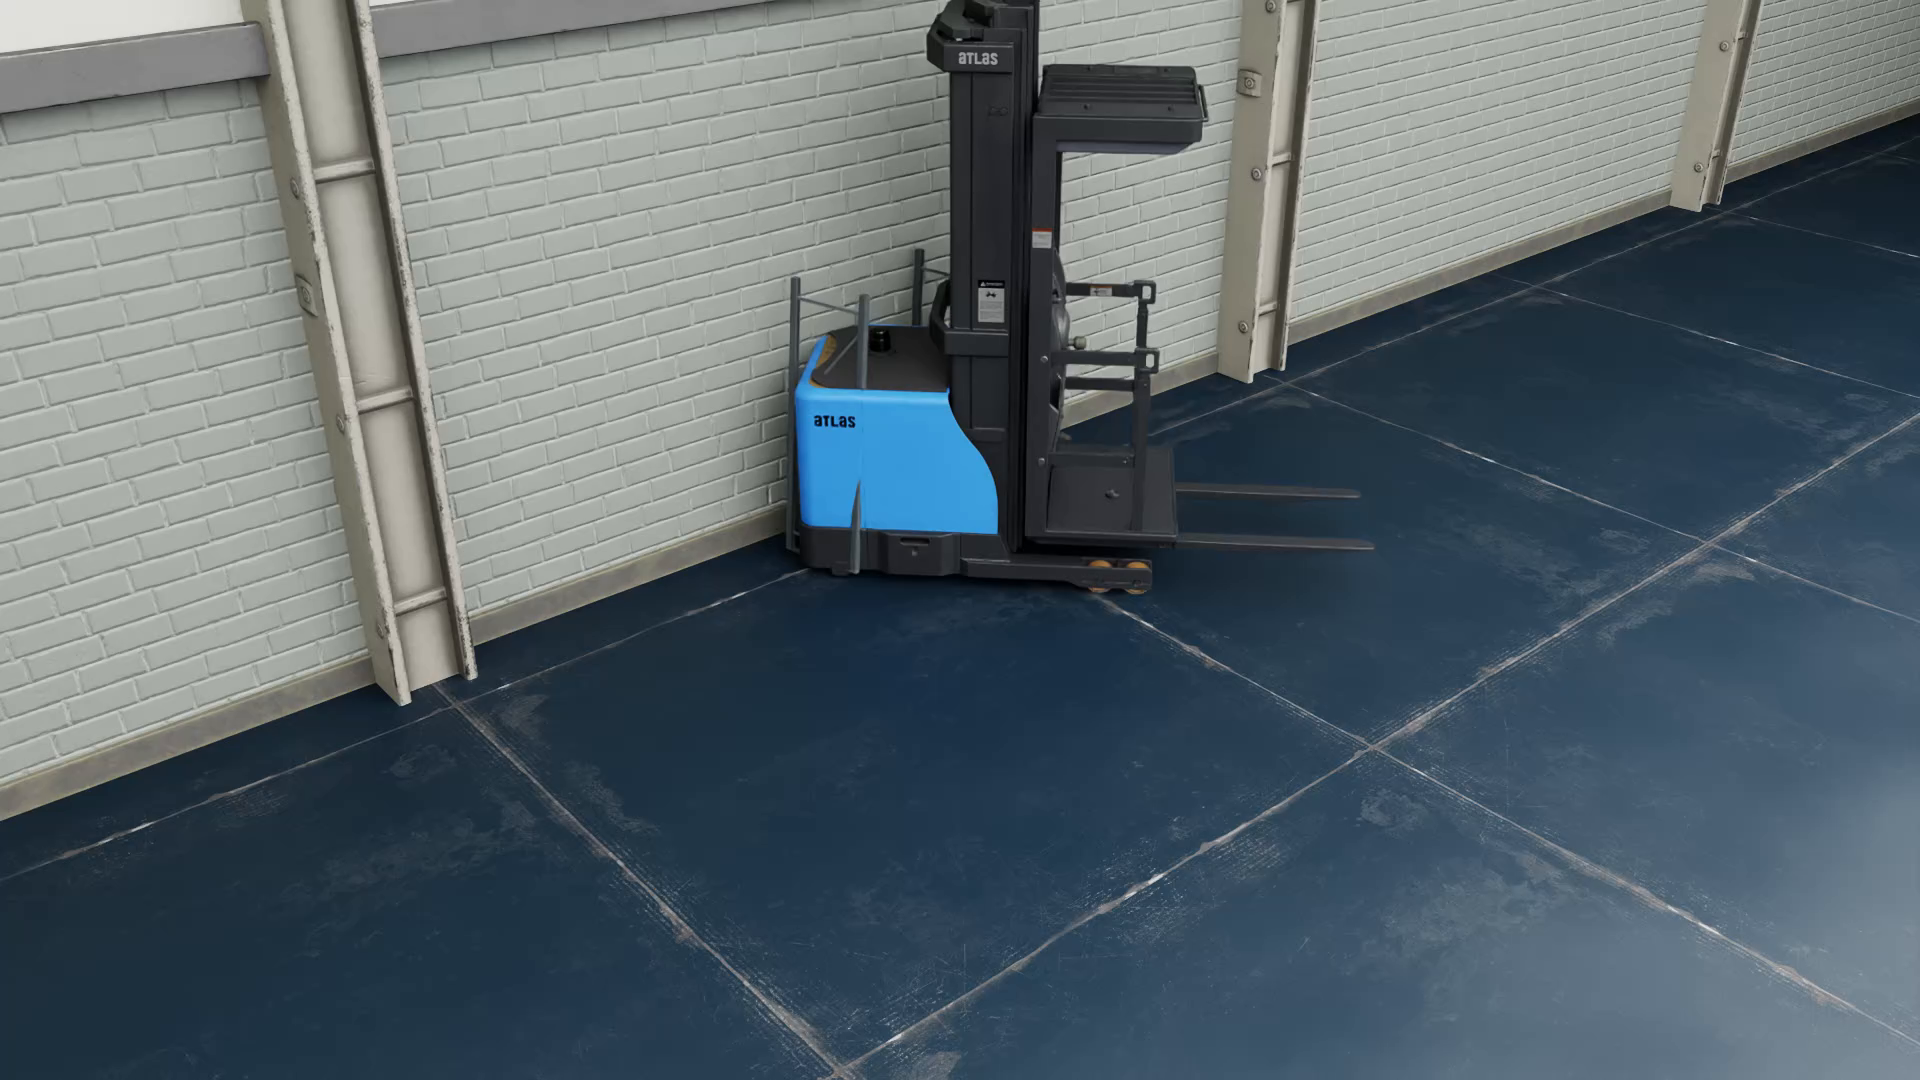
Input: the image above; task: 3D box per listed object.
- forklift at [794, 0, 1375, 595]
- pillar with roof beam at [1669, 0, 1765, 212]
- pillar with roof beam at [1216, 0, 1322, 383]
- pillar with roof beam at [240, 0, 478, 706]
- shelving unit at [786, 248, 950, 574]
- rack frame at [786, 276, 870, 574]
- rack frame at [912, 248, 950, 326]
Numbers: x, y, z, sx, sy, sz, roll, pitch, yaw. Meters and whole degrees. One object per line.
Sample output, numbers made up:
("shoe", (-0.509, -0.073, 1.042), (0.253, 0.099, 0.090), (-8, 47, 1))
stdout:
("forklift", (0.690, -1.270, 8.517), (3.031, 2.935, 1.130), (2, 28, 4))
("pillar with roof beam", (9.352, -5.433, 9.868), (0.400, 9.000, 9.100), (-22, 35, -35))
("pillar with roof beam", (4.787, -3.597, 6.433), (0.400, 9.000, 9.100), (-22, 35, -35))
("pillar with roof beam", (0.223, -1.762, 2.999), (0.400, 9.000, 9.100), (-22, 35, -35))
("shelving unit", (-0.391, -0.722, 9.013), (0.538, 1.500, 1.048), (19, 27, 33))
("rack frame", (-0.697, -0.583, 8.632), (0.500, 1.500, 0.032), (19, 27, 33))
("rack frame", (-0.085, -0.861, 9.395), (0.500, 1.500, 0.032), (19, 27, 33))
